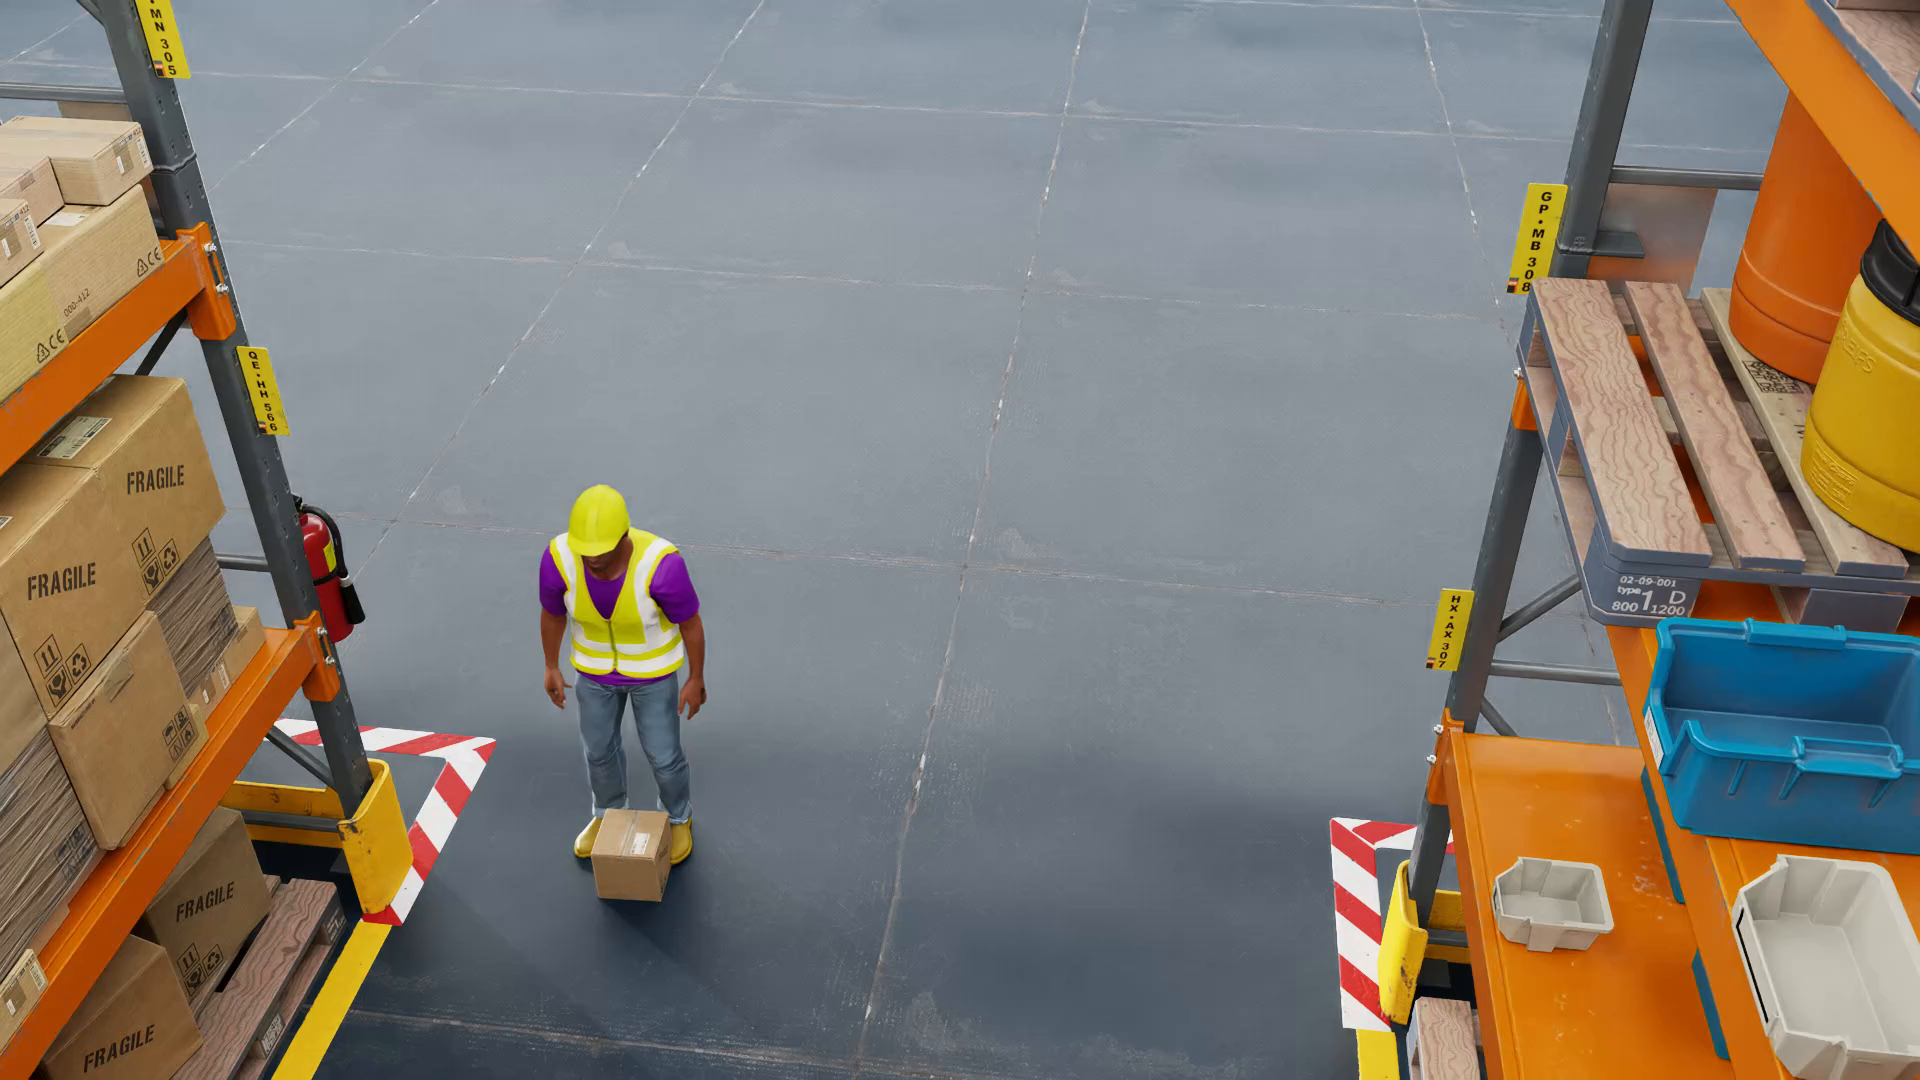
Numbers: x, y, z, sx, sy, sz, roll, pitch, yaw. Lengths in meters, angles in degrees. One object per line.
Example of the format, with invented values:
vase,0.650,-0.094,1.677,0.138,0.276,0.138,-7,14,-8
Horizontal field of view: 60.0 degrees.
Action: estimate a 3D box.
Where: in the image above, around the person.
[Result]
person,-1.278,0.508,6.324,0.631,1.760,0.463,4,36,5
